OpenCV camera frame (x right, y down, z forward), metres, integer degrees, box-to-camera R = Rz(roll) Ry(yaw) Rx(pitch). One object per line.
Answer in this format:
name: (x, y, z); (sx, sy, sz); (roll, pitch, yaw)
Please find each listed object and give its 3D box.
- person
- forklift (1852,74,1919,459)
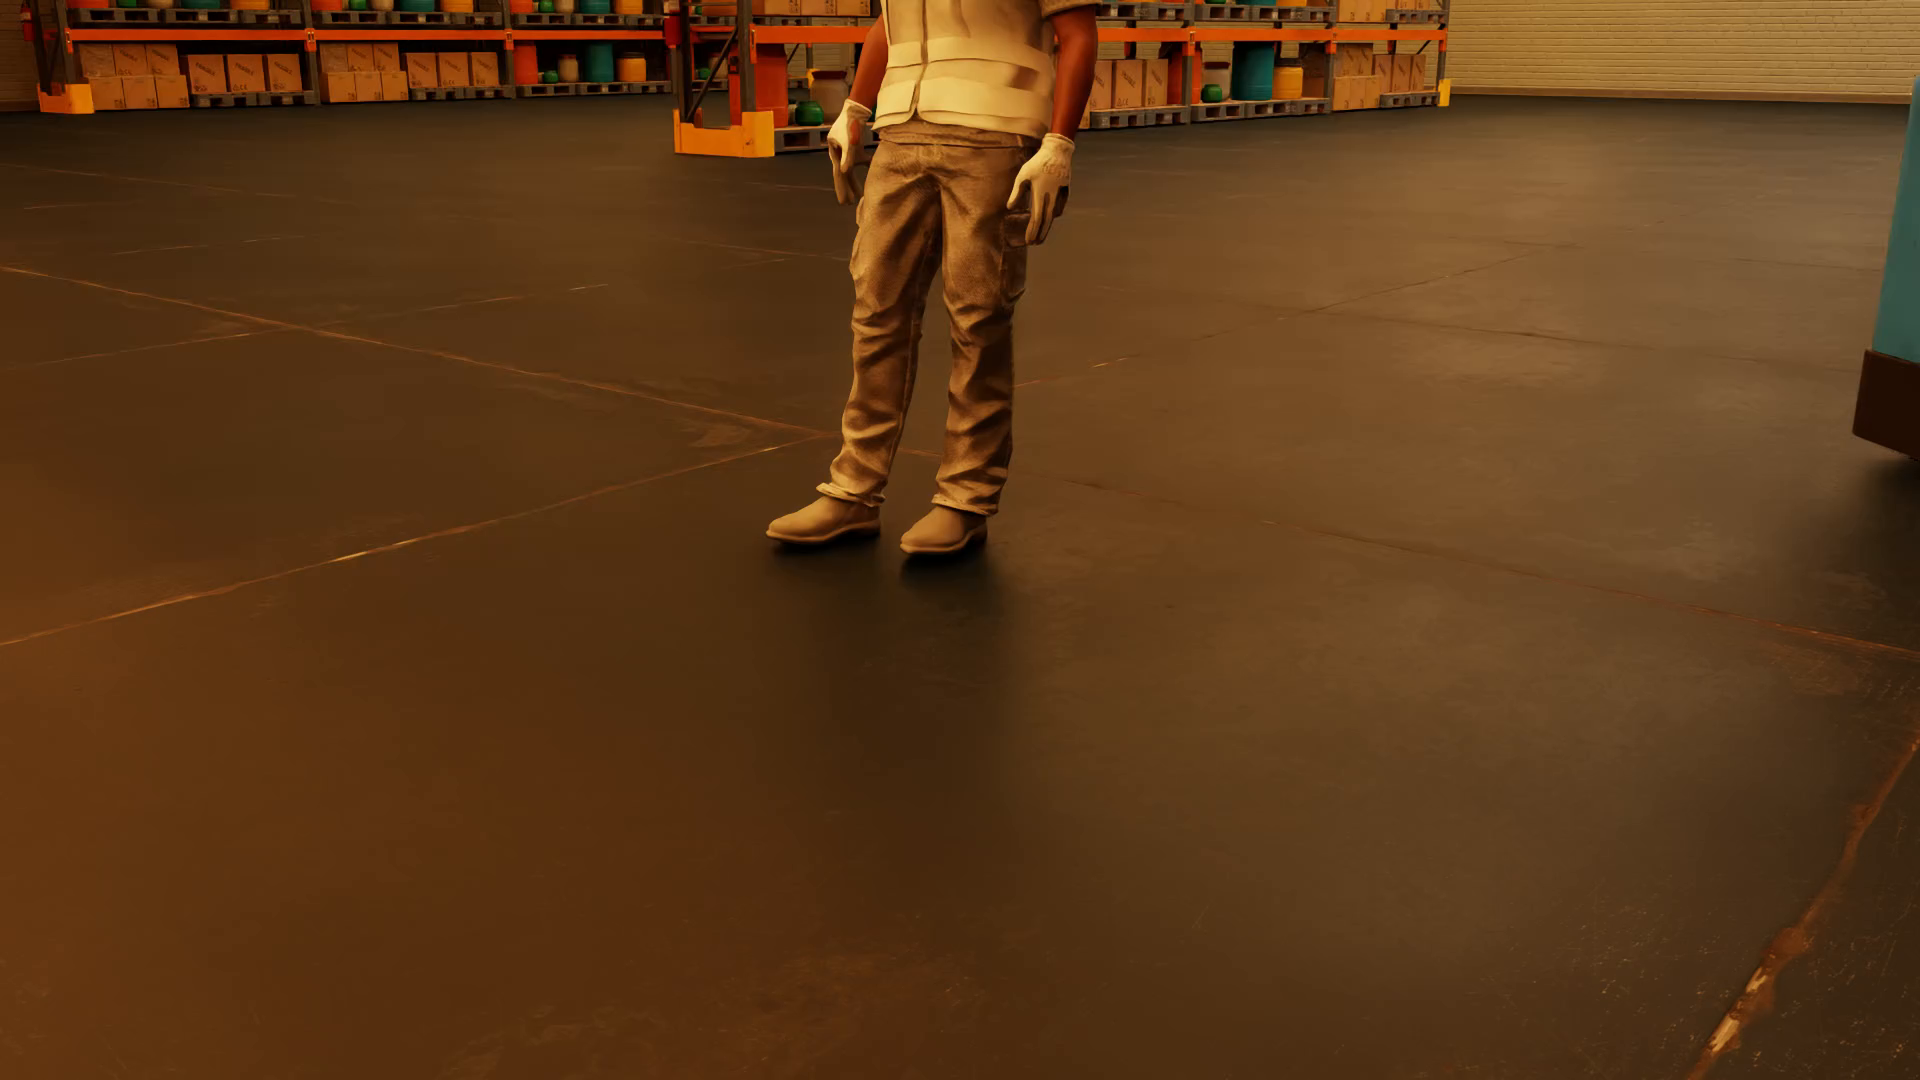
person: (-0.052, -0.846, 3.633); (0.656, 1.782, 0.577); (13, 21, 37)
forklift: (4.058, -1.547, 3.991); (3.031, 2.935, 1.130); (-2, 17, -6)
